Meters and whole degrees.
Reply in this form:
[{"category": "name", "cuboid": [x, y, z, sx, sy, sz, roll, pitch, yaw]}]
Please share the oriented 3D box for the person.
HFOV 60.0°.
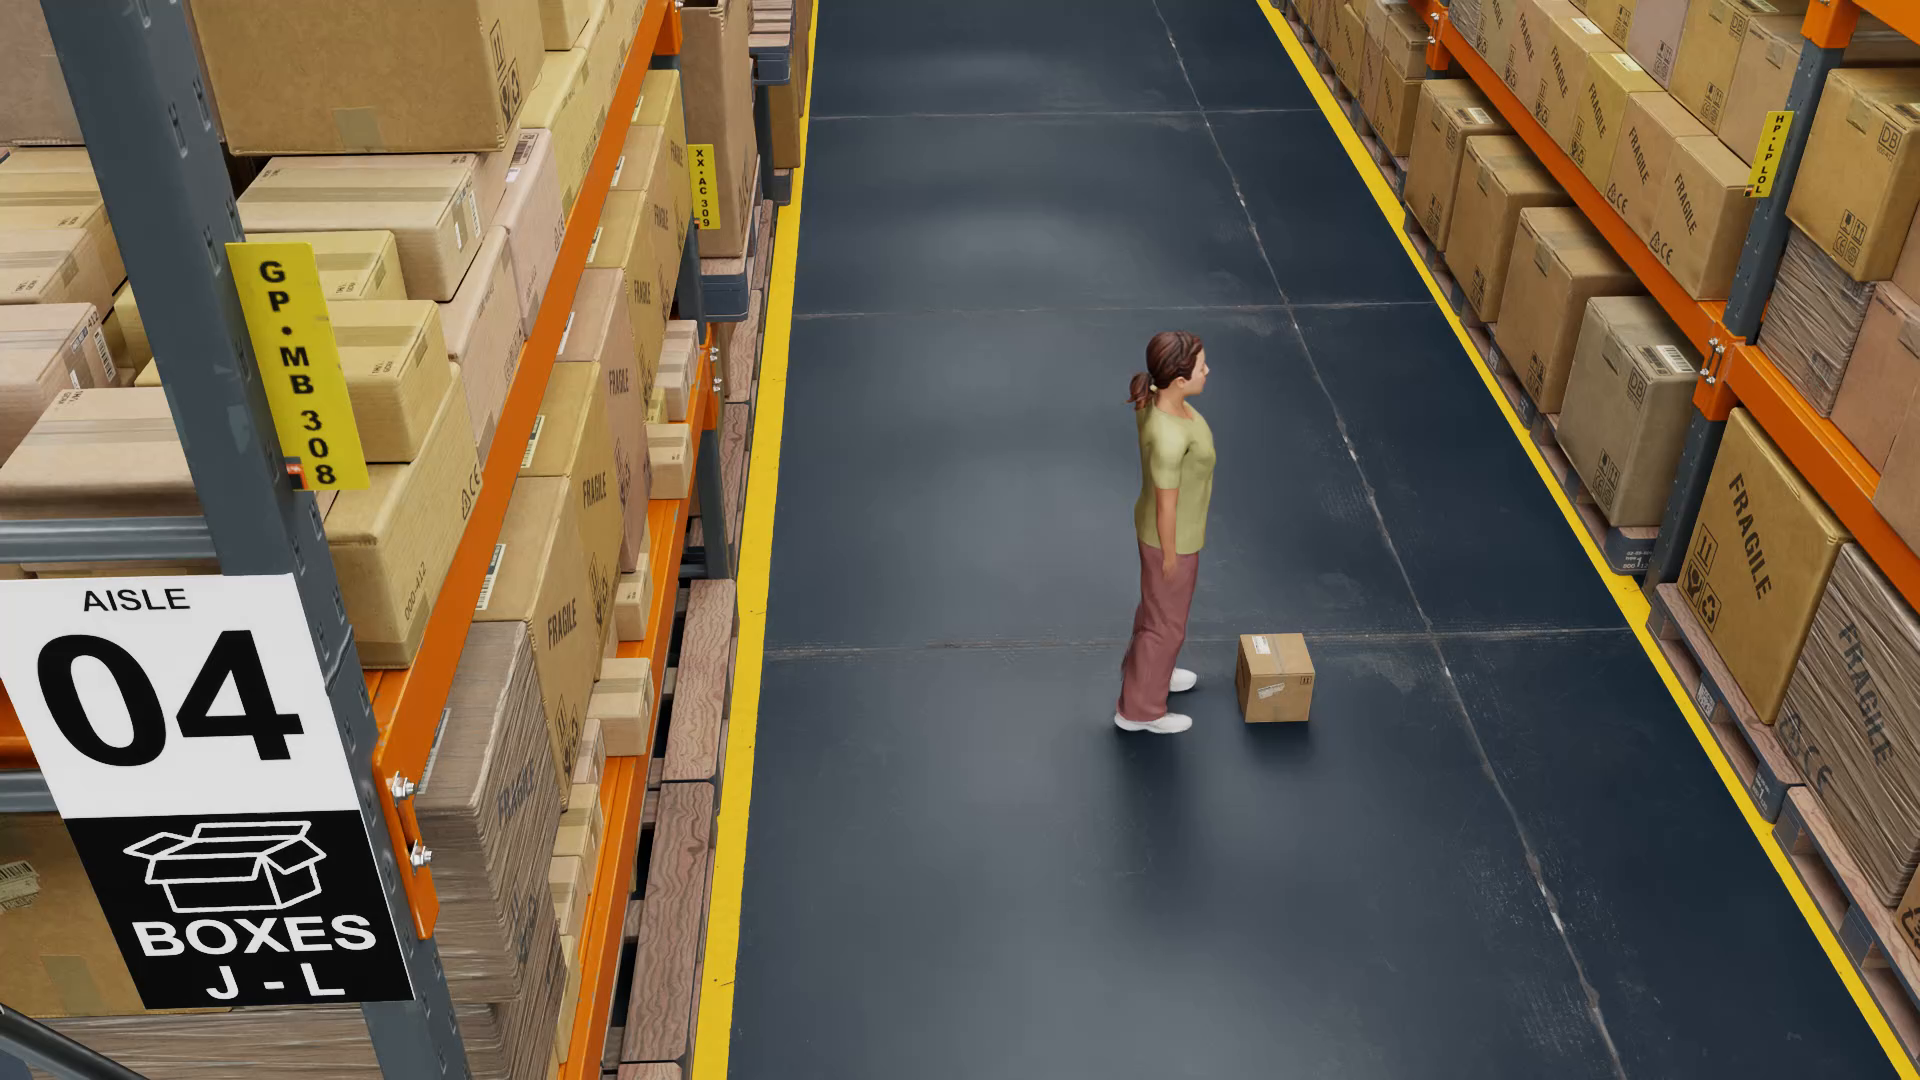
[{"category": "person", "cuboid": [0.771, -0.022, 6.200, 0.382, 1.685, 0.439, -1, 35, -1]}]
